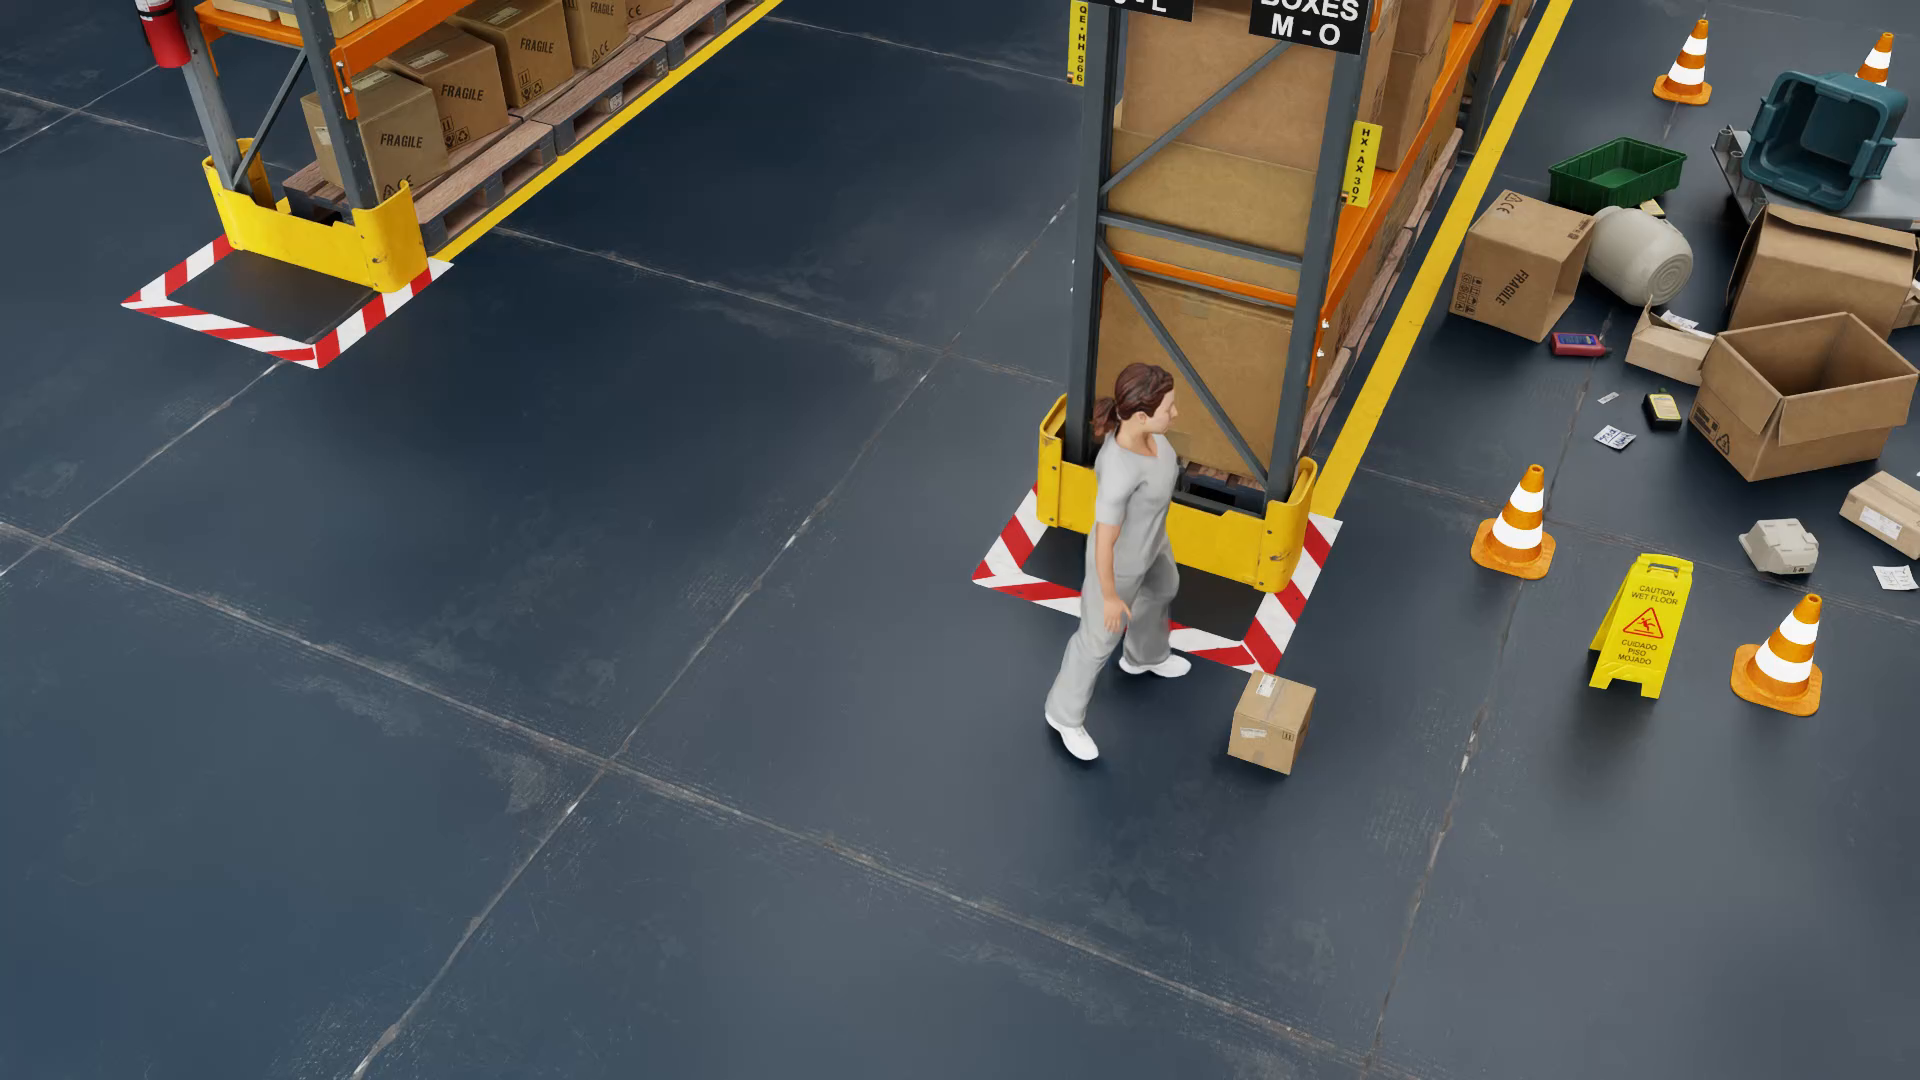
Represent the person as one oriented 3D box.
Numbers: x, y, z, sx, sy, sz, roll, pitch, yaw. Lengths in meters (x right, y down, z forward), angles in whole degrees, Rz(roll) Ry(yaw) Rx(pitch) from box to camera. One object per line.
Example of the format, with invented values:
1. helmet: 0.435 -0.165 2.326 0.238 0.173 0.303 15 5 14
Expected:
1. person: 0.617 0.047 6.102 0.471 1.694 0.680 14 44 15
